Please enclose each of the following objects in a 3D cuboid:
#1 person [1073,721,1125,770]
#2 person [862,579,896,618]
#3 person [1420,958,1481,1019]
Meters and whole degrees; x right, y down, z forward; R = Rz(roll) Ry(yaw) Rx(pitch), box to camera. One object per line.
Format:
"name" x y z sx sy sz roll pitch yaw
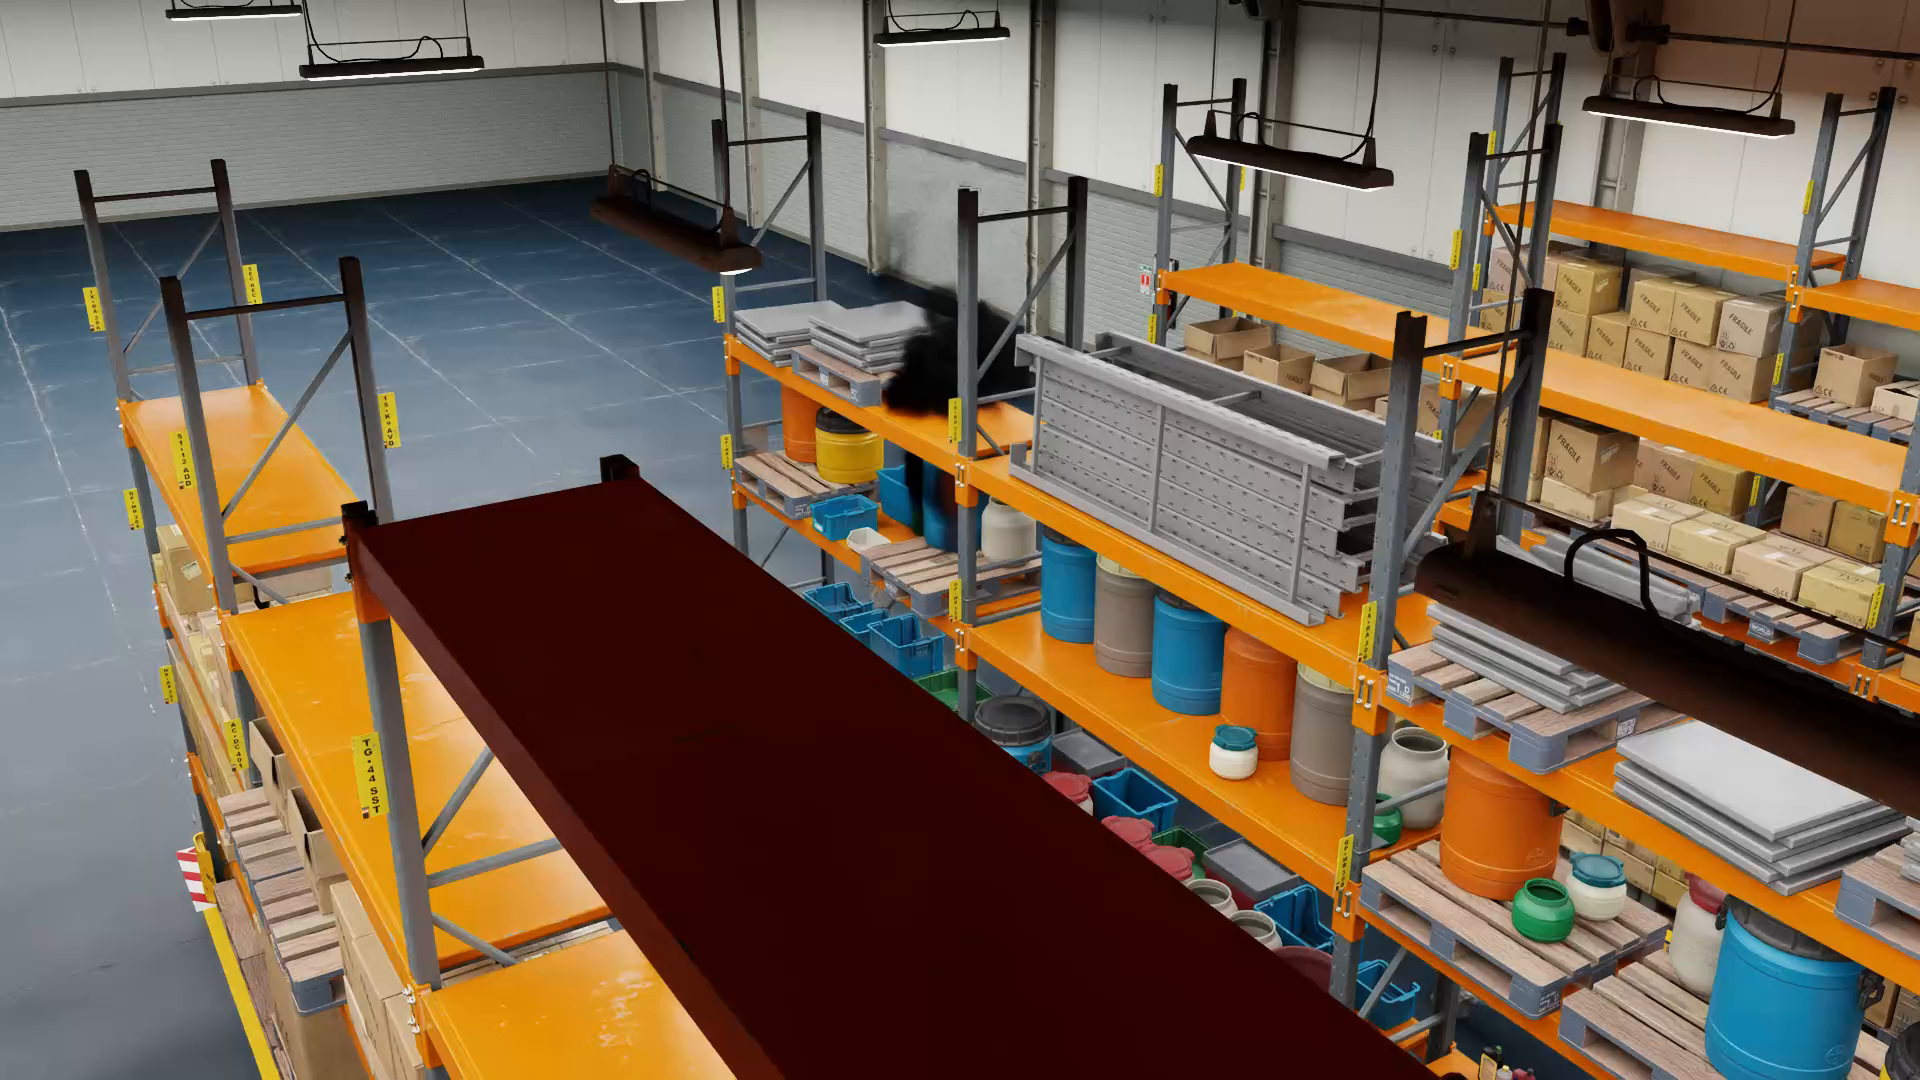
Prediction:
"person" 1.246 1.414 14.912 0.546 1.731 0.634 -16 27 -35
"person" -0.792 0.604 17.567 0.566 1.568 0.759 -19 29 -40
"person" 3.677 2.735 12.230 0.650 1.739 0.605 -18 28 -38
